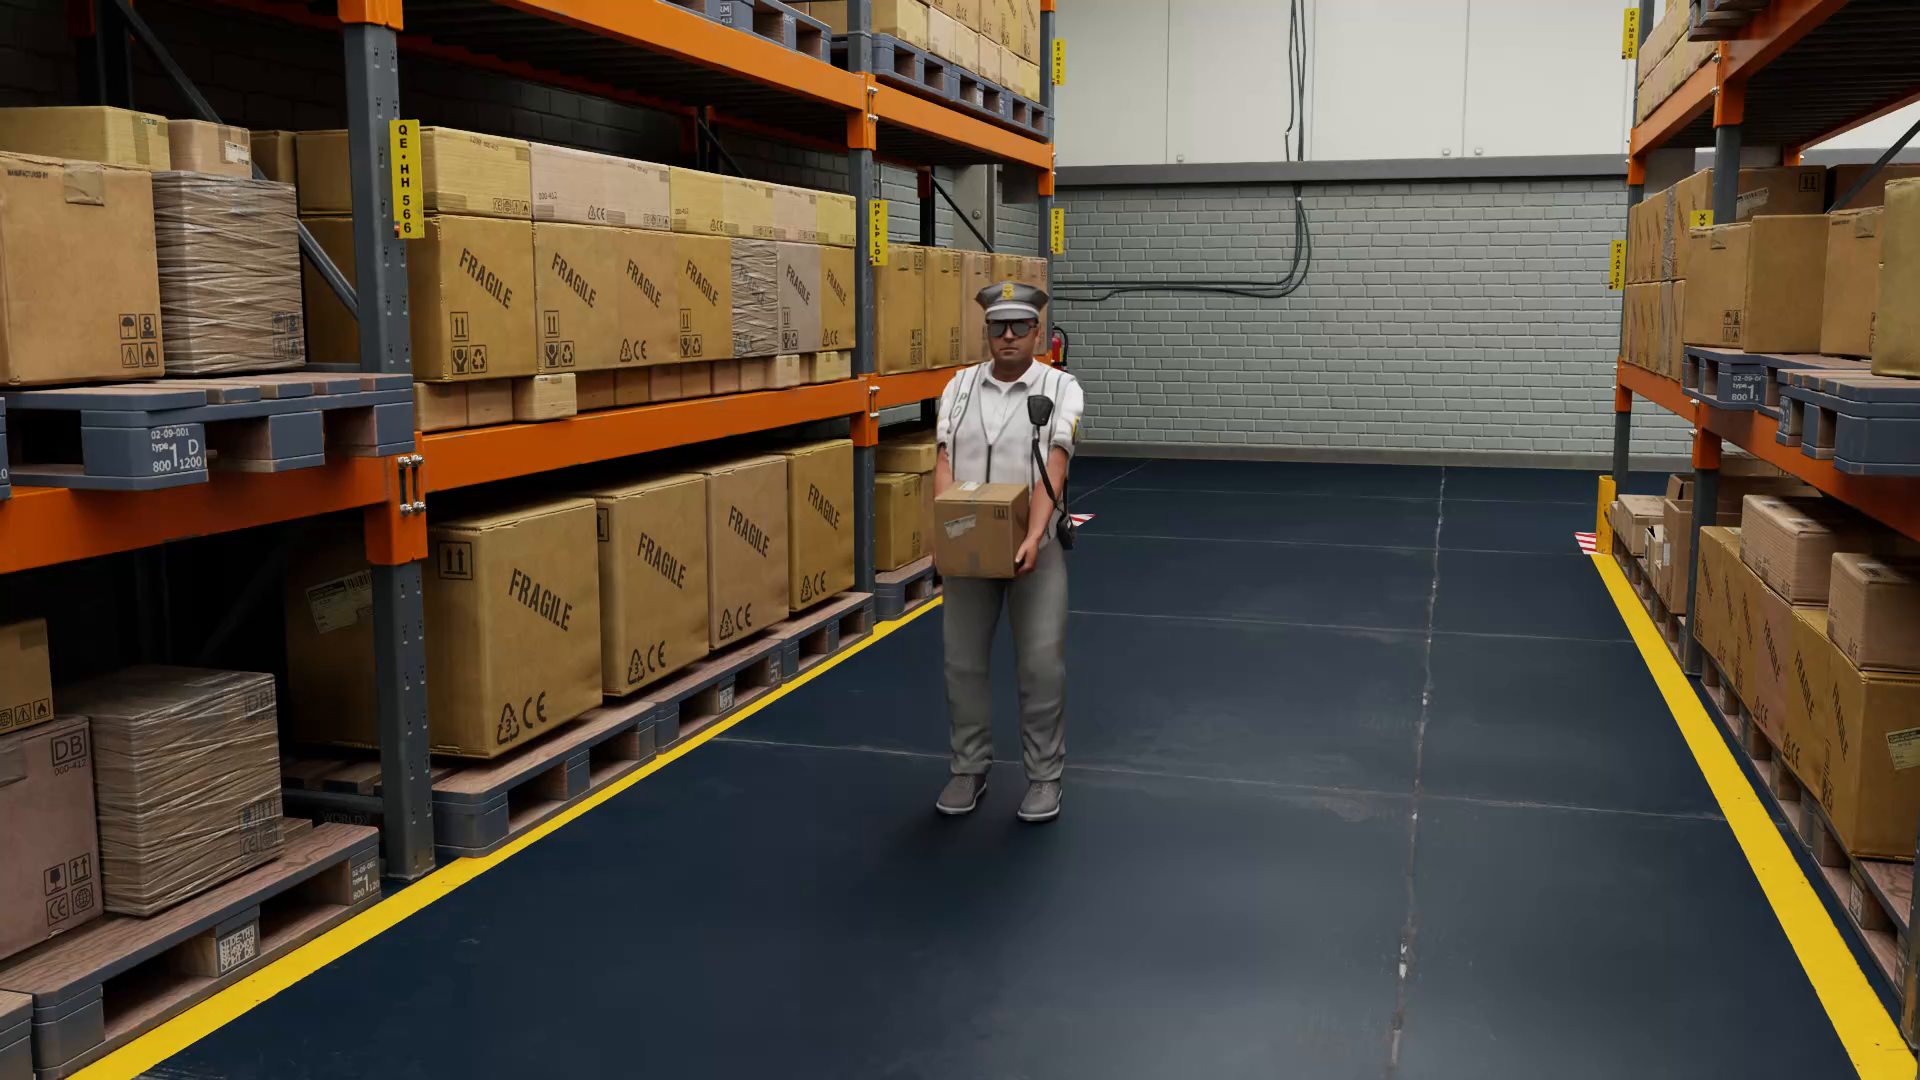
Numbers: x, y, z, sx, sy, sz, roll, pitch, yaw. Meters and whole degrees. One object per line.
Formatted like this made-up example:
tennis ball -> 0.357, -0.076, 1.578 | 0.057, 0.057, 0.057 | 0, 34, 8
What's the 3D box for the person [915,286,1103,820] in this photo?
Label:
person -> 0.172, 0.034, 5.574 | 0.604, 1.747, 0.445 | 2, 8, 13
